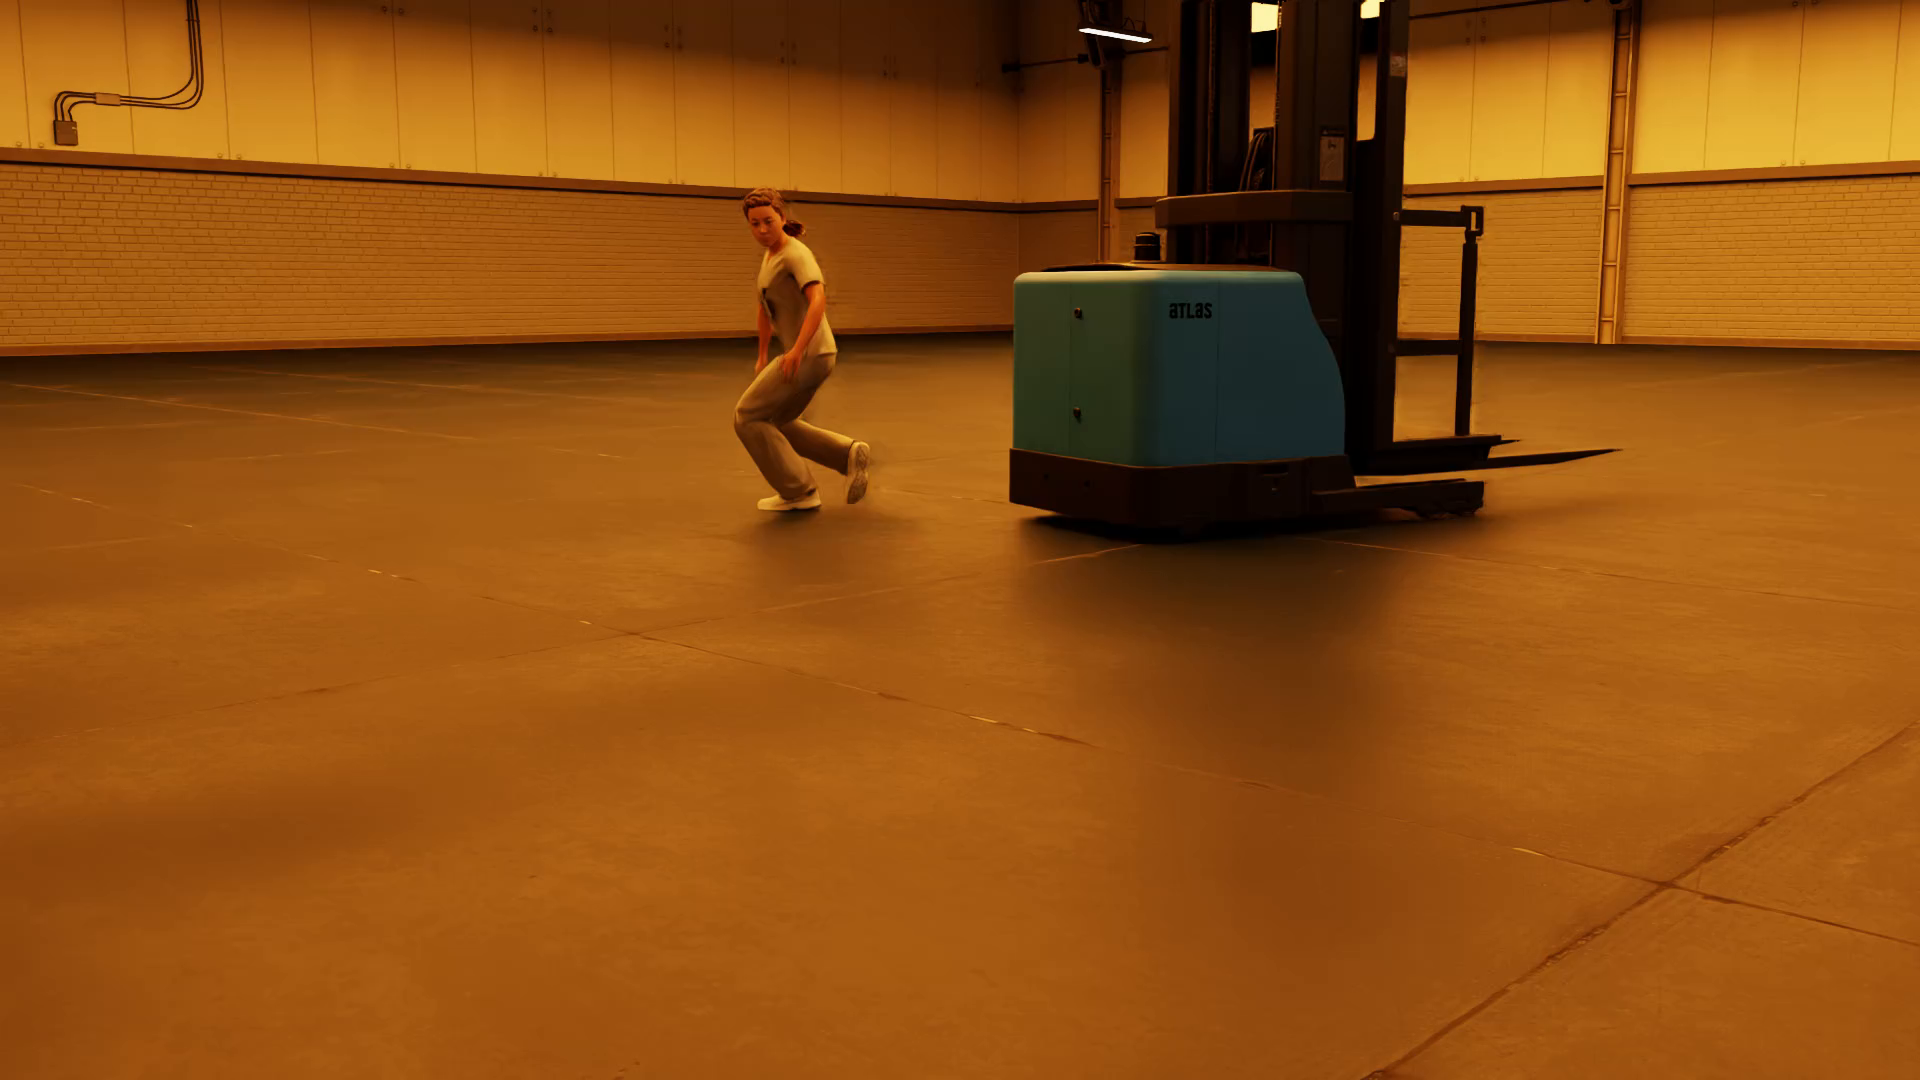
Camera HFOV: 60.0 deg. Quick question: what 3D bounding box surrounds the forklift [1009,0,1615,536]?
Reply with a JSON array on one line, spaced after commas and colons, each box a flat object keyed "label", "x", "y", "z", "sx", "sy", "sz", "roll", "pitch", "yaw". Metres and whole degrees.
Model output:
[{"label": "forklift", "x": 1.749, "y": -1.601, "z": 7.504, "sx": 3.031, "sy": 2.935, "sz": 1.130, "roll": -5, "pitch": 10, "yaw": -30}]

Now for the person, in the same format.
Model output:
[{"label": "person", "x": -0.730, "y": -0.865, "z": 7.618, "sx": 0.631, "sy": 1.472, "sz": 0.722, "roll": -1, "pitch": 9, "yaw": -5}]
